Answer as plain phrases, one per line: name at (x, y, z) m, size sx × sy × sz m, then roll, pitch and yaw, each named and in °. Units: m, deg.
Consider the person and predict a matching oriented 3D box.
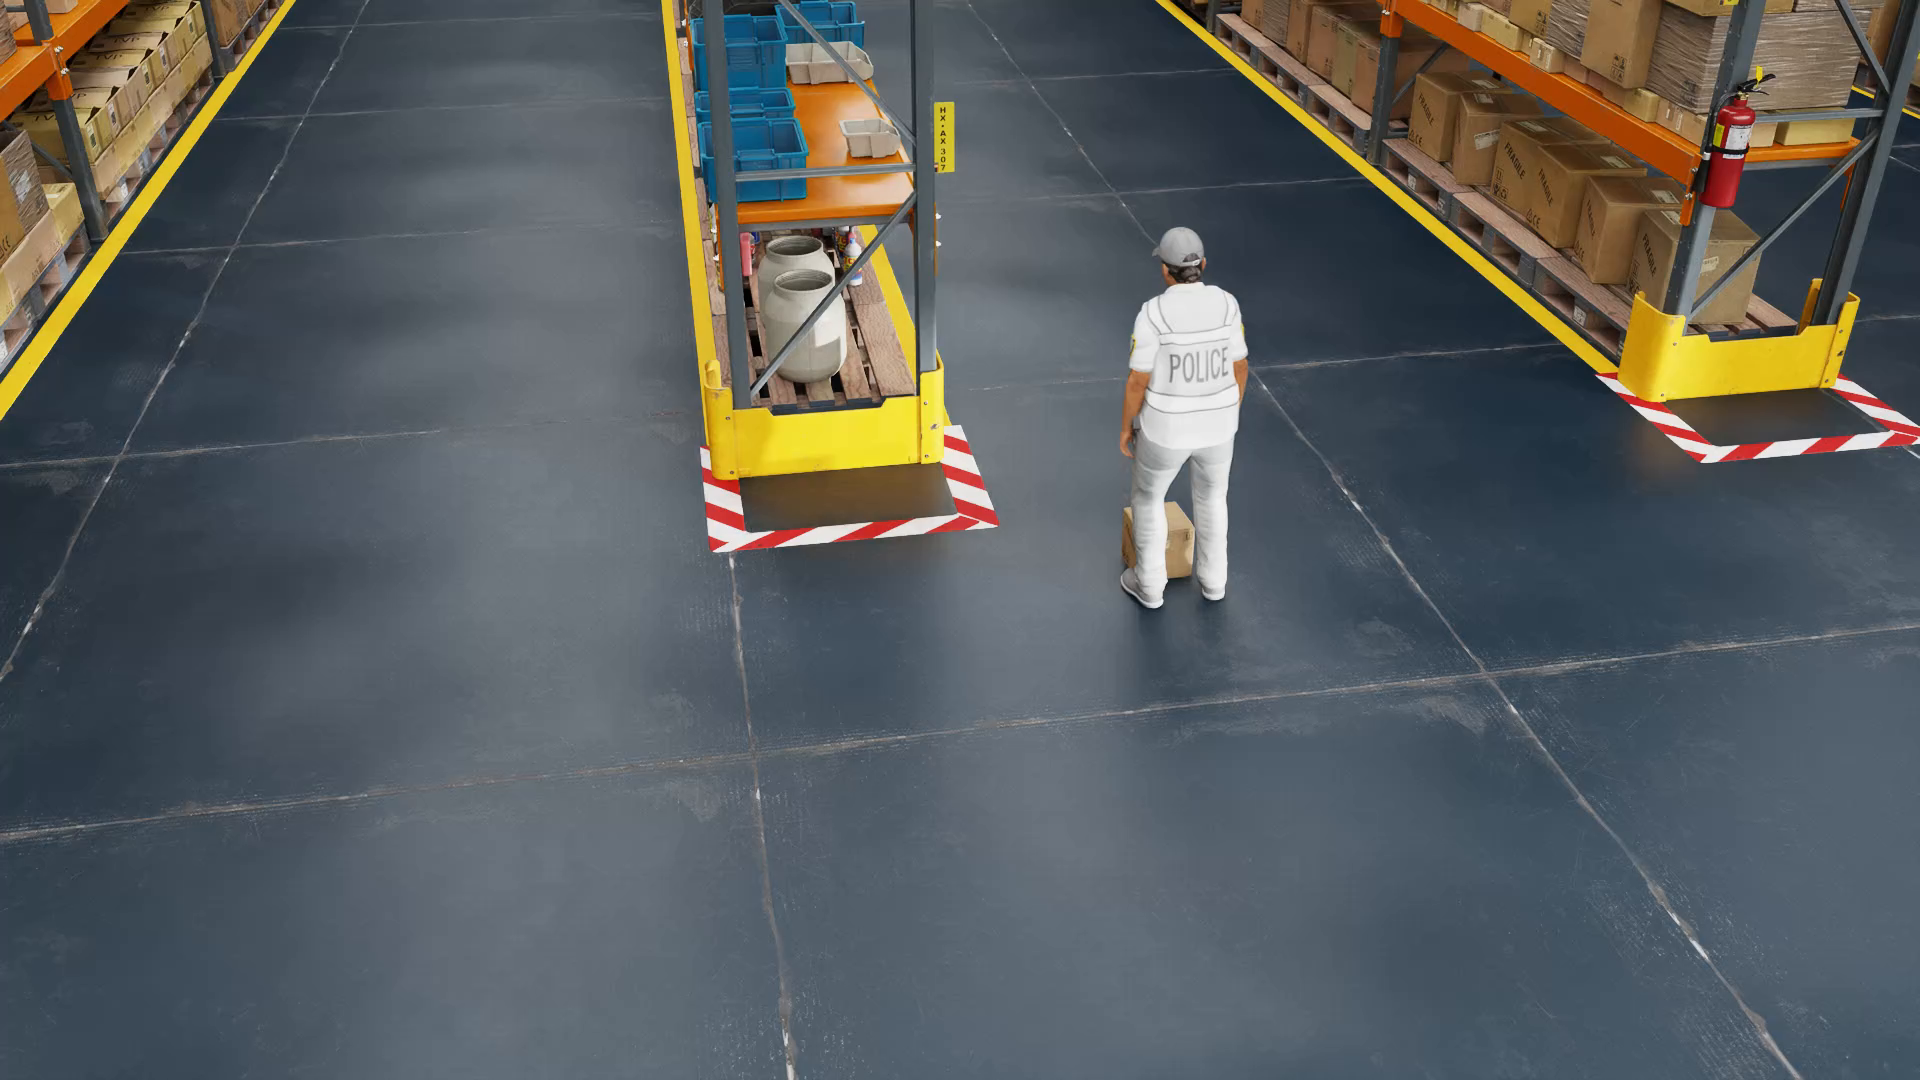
person at (0.930, -0.489, 6.944) m, size 0.563 × 1.666 × 0.469 m, roll -7°, pitch 32°, yaw -12°
